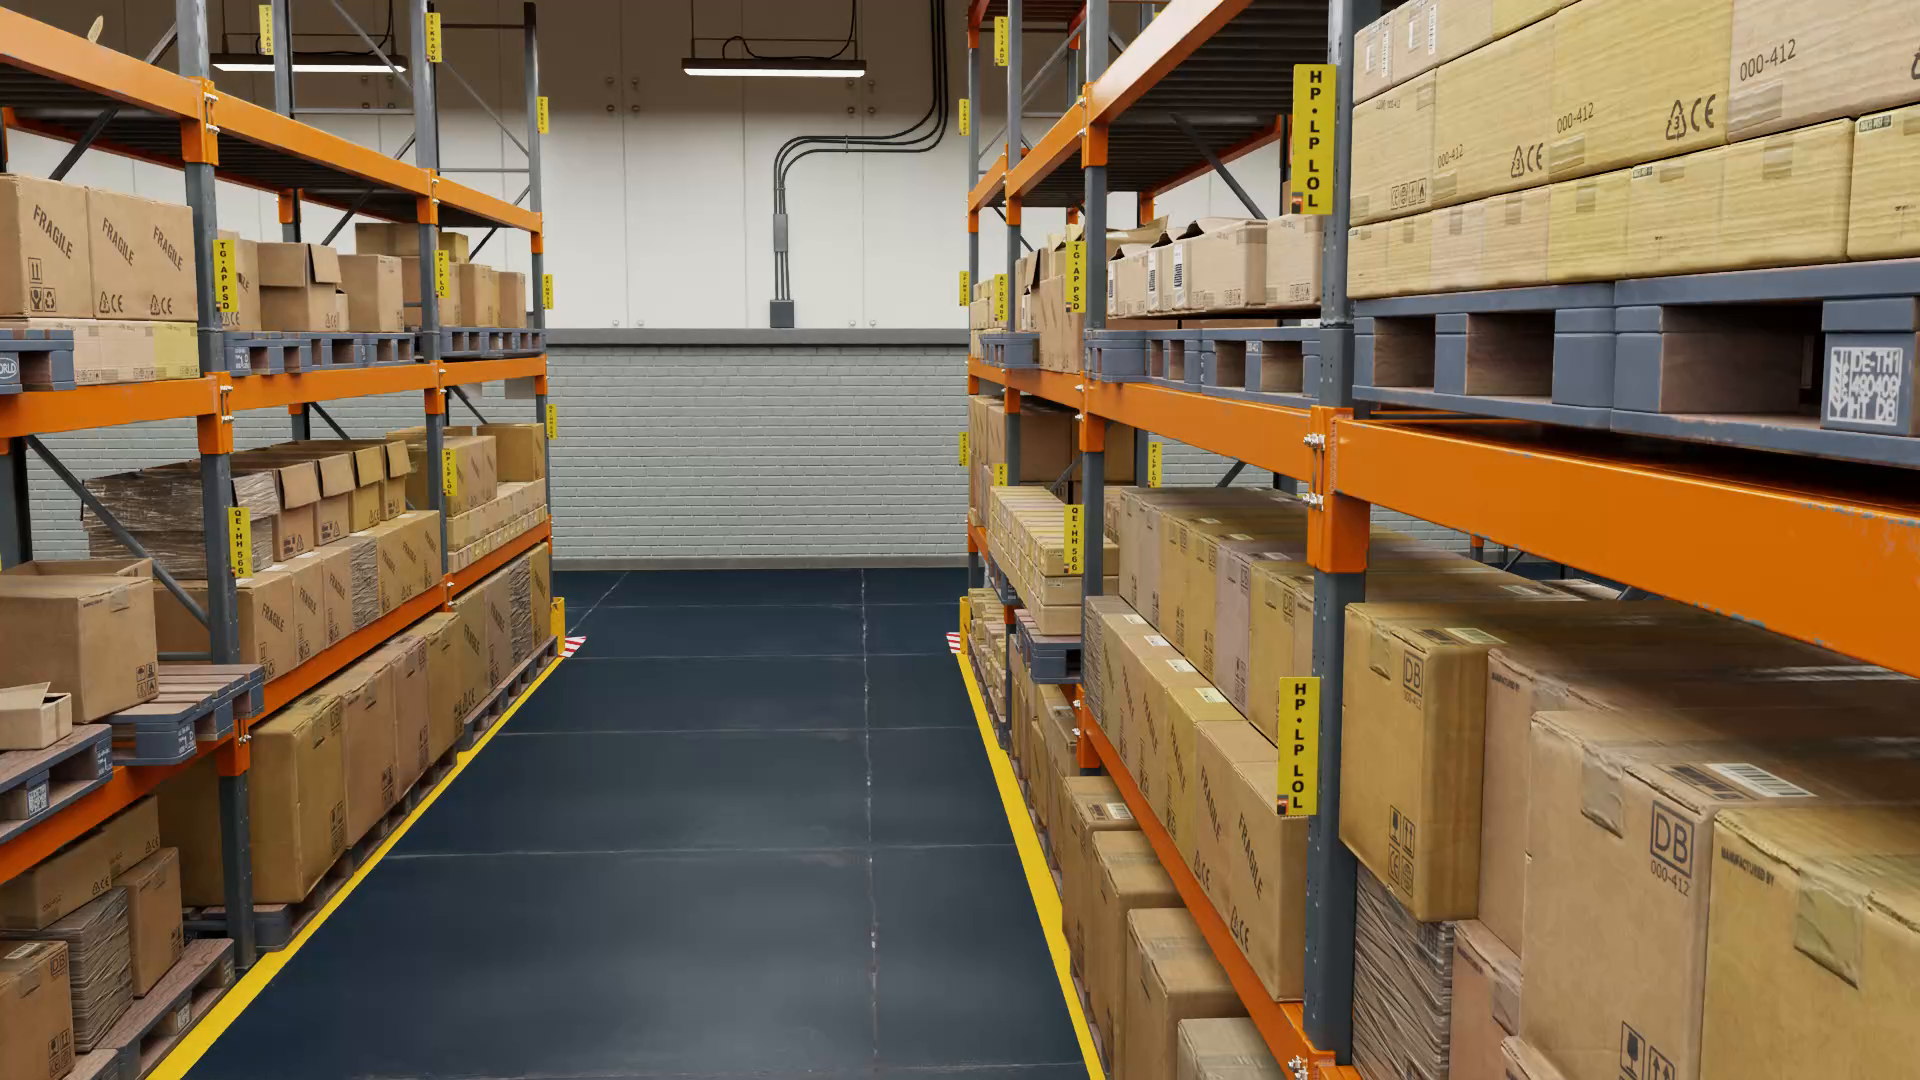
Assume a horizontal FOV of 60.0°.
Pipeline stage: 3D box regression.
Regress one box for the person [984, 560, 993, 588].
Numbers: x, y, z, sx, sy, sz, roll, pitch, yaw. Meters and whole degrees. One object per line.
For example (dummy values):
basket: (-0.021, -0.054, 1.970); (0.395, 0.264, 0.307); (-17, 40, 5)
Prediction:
person: (0.457, 0.011, 17.671); (0.513, 1.671, 0.361); (-1, 7, -7)
